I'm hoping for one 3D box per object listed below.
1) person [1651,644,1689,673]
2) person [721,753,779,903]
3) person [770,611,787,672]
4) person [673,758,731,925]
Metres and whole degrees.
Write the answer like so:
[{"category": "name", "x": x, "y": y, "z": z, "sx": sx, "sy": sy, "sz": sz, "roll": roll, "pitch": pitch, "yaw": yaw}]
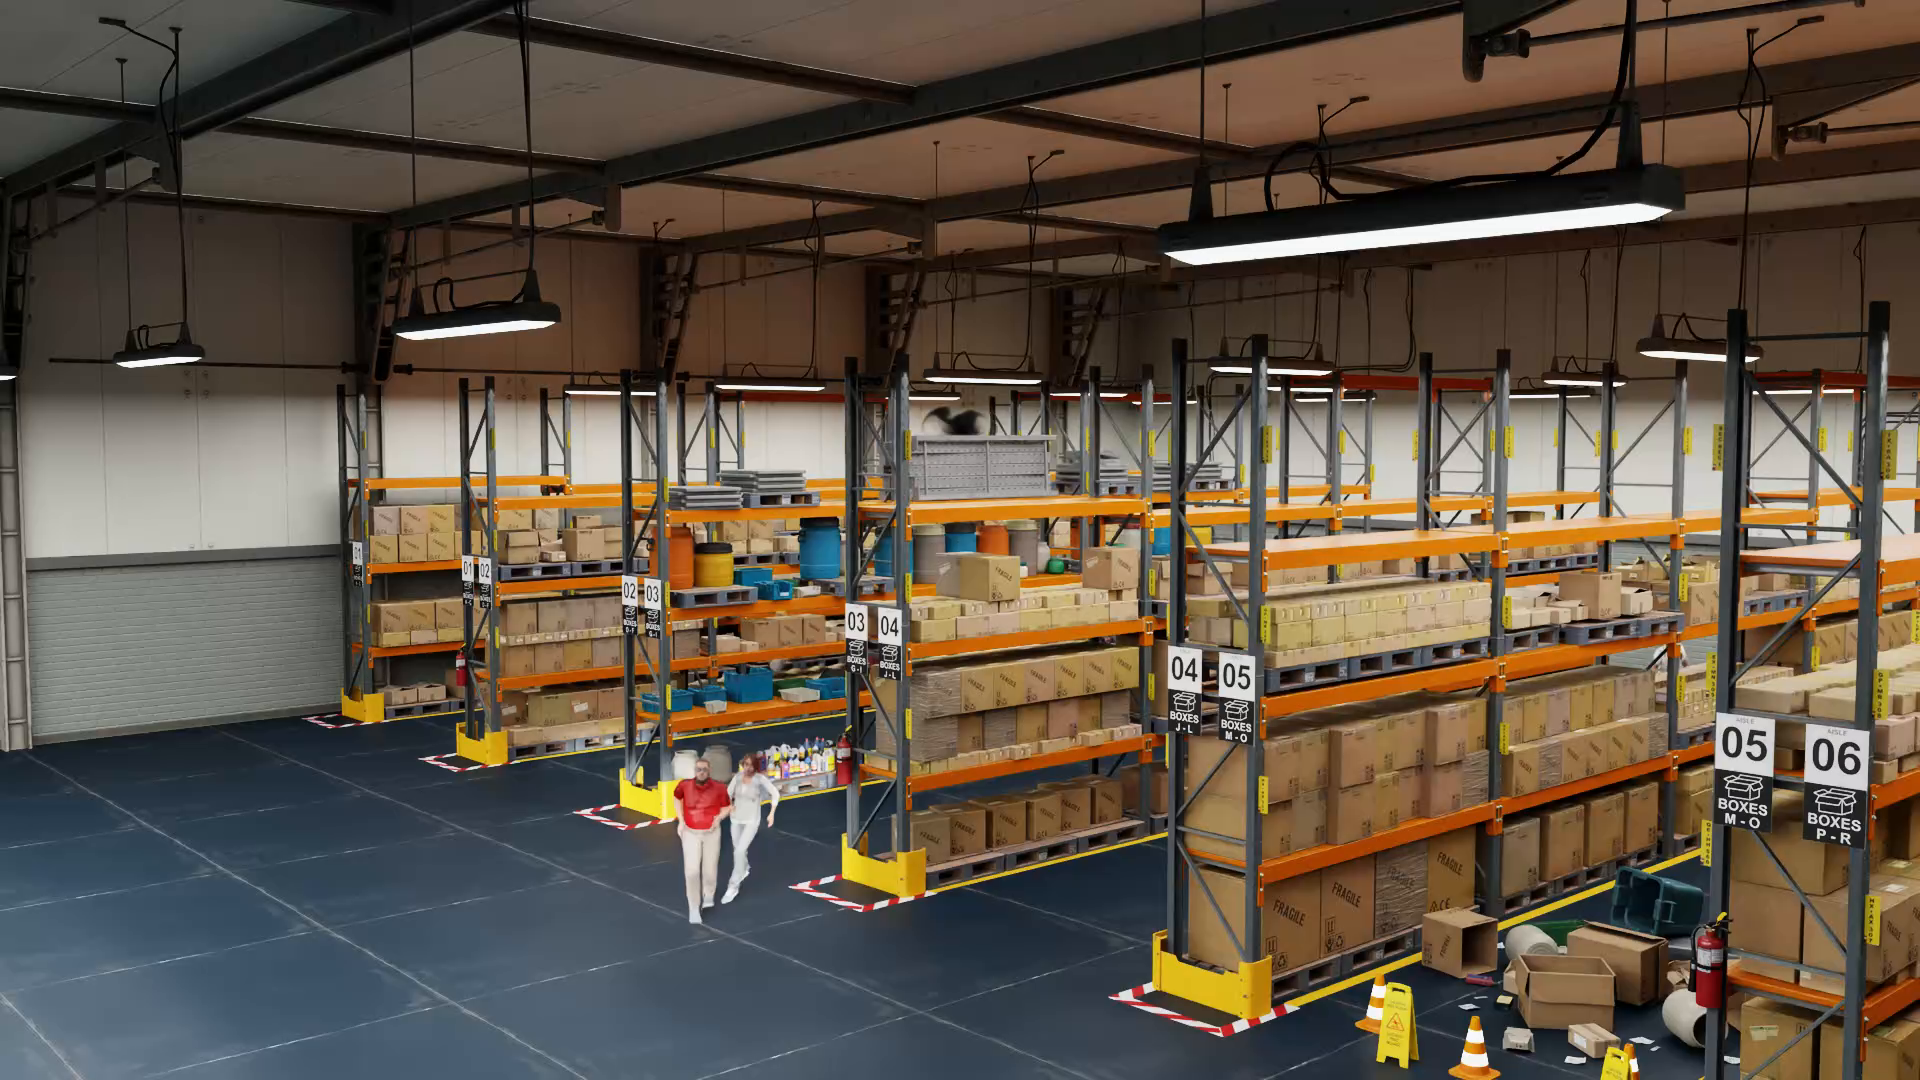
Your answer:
[{"category": "person", "x": 12.292, "y": 2.419, "z": 28.787, "sx": 0.726, "sy": 1.698, "sz": 0.777, "roll": 0, "pitch": 4, "yaw": 6}, {"category": "person", "x": -2.351, "y": 3.153, "z": 18.447, "sx": 0.625, "sy": 1.617, "sz": 0.737, "roll": 1, "pitch": 4, "yaw": 20}, {"category": "person", "x": -3.496, "y": 2.183, "z": 32.097, "sx": 0.590, "sy": 1.744, "sz": 0.659, "roll": -3, "pitch": 5, "yaw": -42}, {"category": "person", "x": -2.726, "y": 3.183, "z": 17.617, "sx": 0.592, "sy": 1.787, "sz": 0.875, "roll": -1, "pitch": 4, "yaw": -12}]
